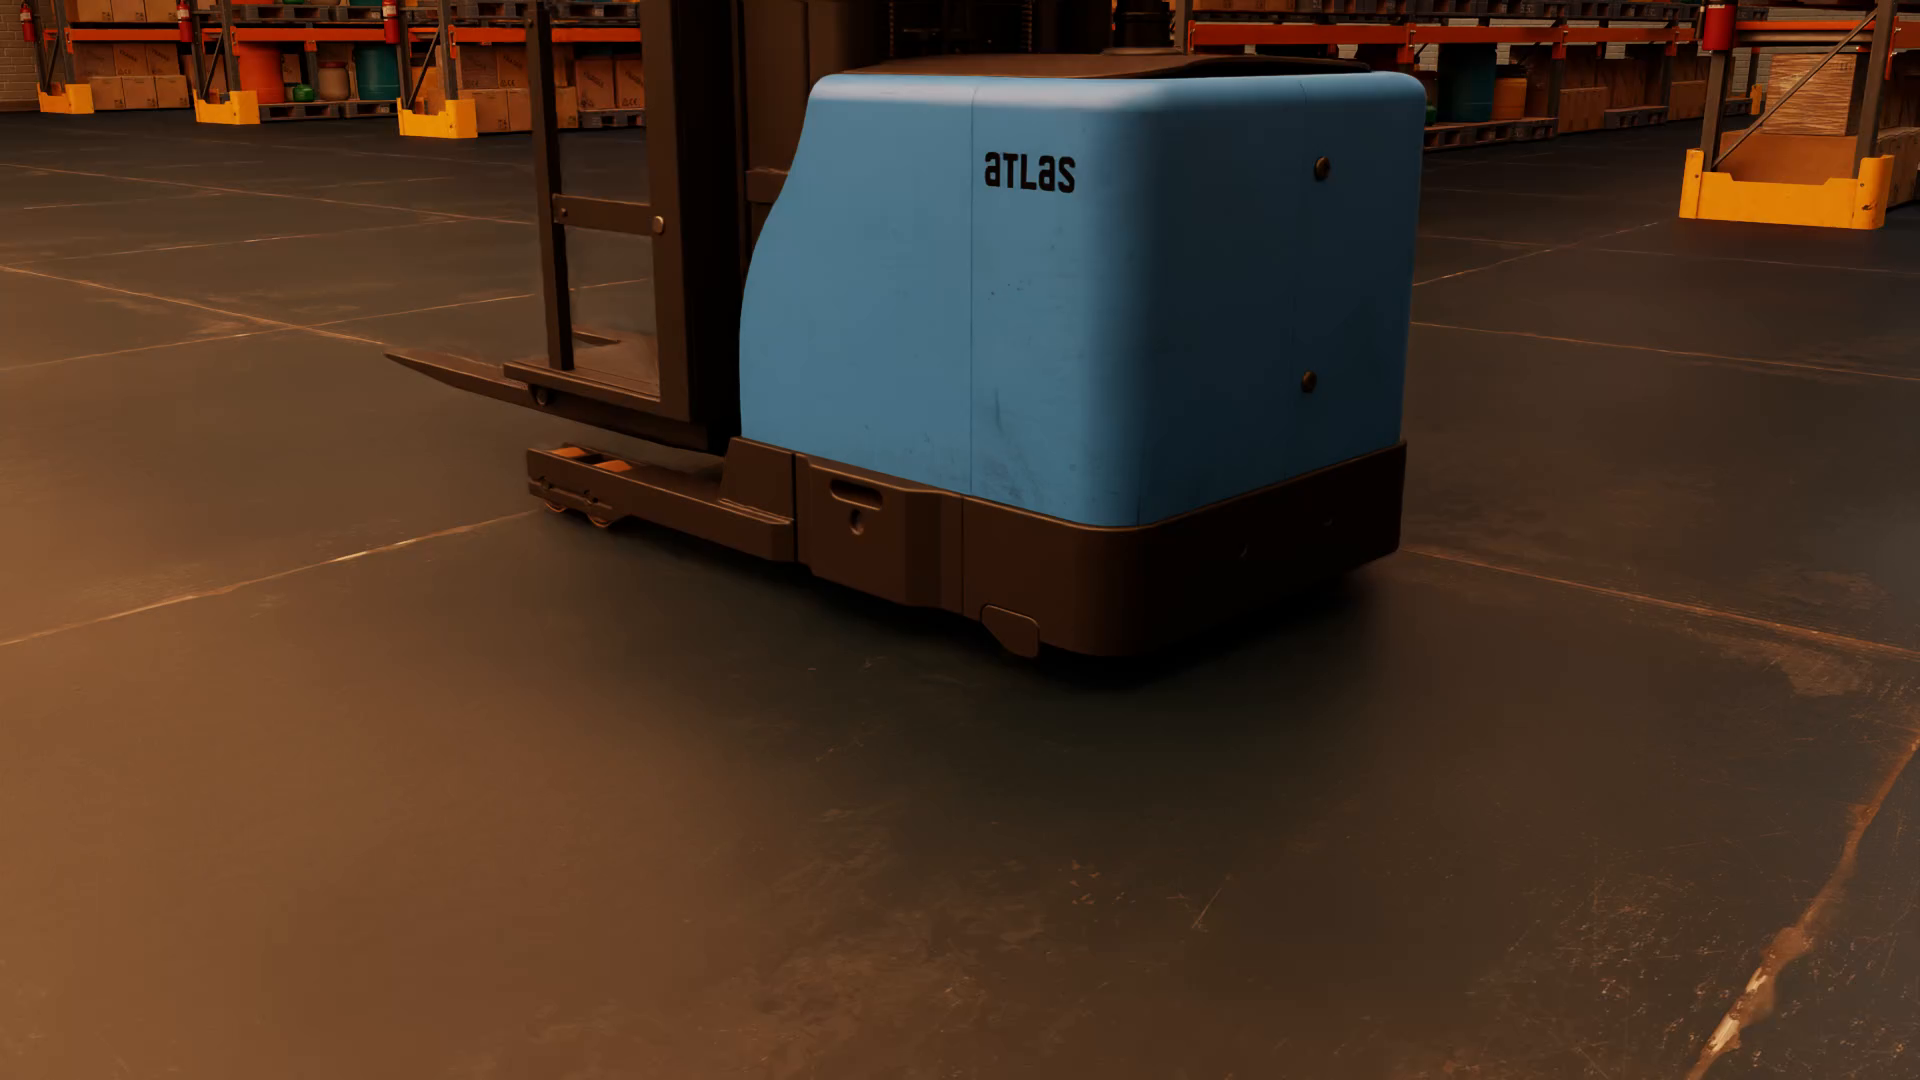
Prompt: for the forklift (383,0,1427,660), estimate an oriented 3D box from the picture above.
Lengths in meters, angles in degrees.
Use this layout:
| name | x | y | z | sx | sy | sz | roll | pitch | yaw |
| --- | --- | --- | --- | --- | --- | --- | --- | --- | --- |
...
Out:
| name | x | y | z | sx | sy | sz | roll | pitch | yaw |
| --- | --- | --- | --- | --- | --- | --- | --- | --- | --- |
| forklift | -0.442 | -1.525 | 3.920 | 3.031 | 2.935 | 1.130 | 16 | 23 | 42 |
